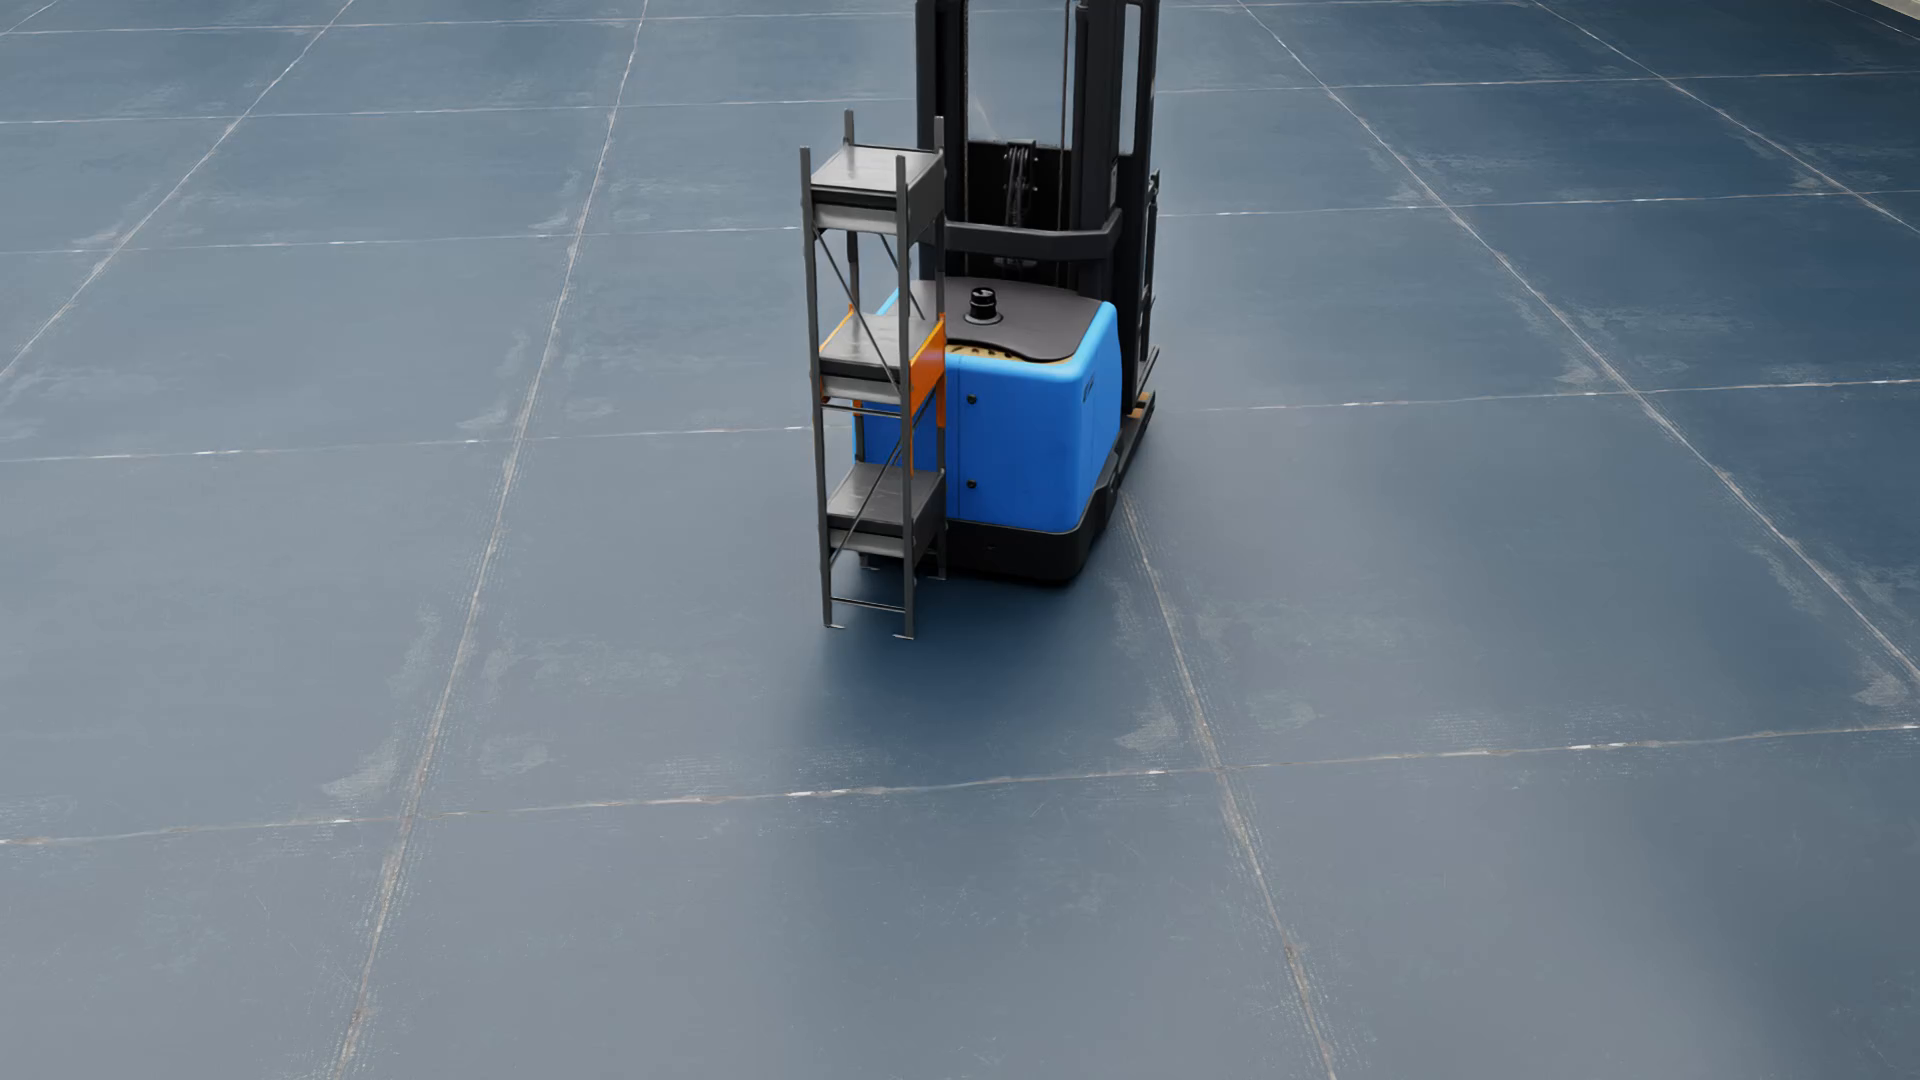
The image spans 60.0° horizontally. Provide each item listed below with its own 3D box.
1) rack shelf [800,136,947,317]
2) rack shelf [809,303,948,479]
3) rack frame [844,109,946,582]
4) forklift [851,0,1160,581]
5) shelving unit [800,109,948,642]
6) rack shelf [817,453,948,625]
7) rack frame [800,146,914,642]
[{"bbox_3d":[-0.323,-1.213,6.395,0.431,0.518,0.480,8,32,14],"label":"rack shelf"},{"bbox_3d":[-0.323,-0.612,6.753,0.431,0.518,0.480,8,32,14],"label":"rack shelf"},{"bbox_3d":[-0.256,-0.744,6.948,0.400,2.100,0.015,8,32,14],"label":"rack frame"},{"bbox_3d":[0.404,-1.824,7.945,1.130,2.935,3.031,8,32,14],"label":"forklift"},{"bbox_3d":[-0.323,-0.624,6.746,0.431,2.100,0.503,8,32,14],"label":"shelving unit"},{"bbox_3d":[-0.323,-0.011,7.112,0.431,0.518,0.480,8,32,14],"label":"rack shelf"},{"bbox_3d":[-0.389,-0.503,6.545,0.400,2.100,0.015,8,32,14],"label":"rack frame"}]
